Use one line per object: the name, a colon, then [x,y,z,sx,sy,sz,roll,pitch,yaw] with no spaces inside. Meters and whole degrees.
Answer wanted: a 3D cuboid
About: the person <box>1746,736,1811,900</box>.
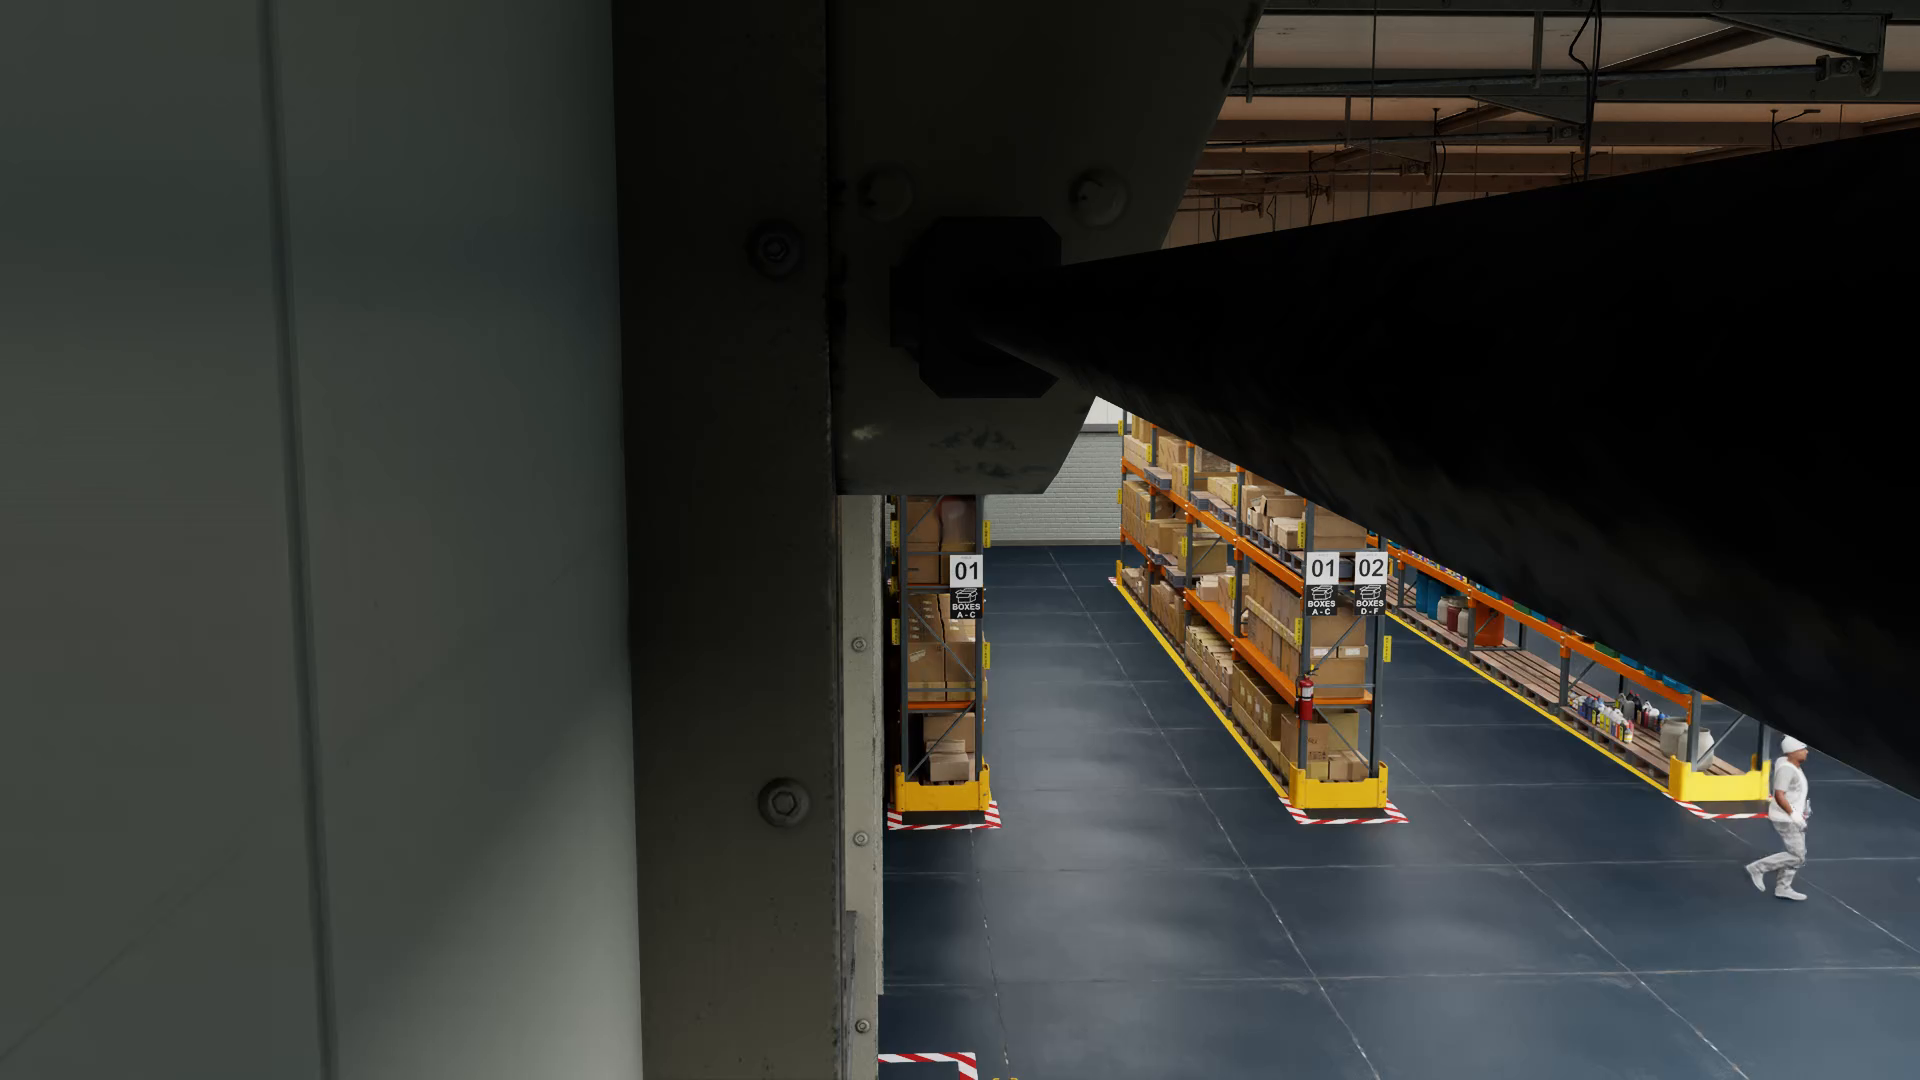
person: [8.644,2.906,17.510,0.604,1.754,0.703,4,9,24]
